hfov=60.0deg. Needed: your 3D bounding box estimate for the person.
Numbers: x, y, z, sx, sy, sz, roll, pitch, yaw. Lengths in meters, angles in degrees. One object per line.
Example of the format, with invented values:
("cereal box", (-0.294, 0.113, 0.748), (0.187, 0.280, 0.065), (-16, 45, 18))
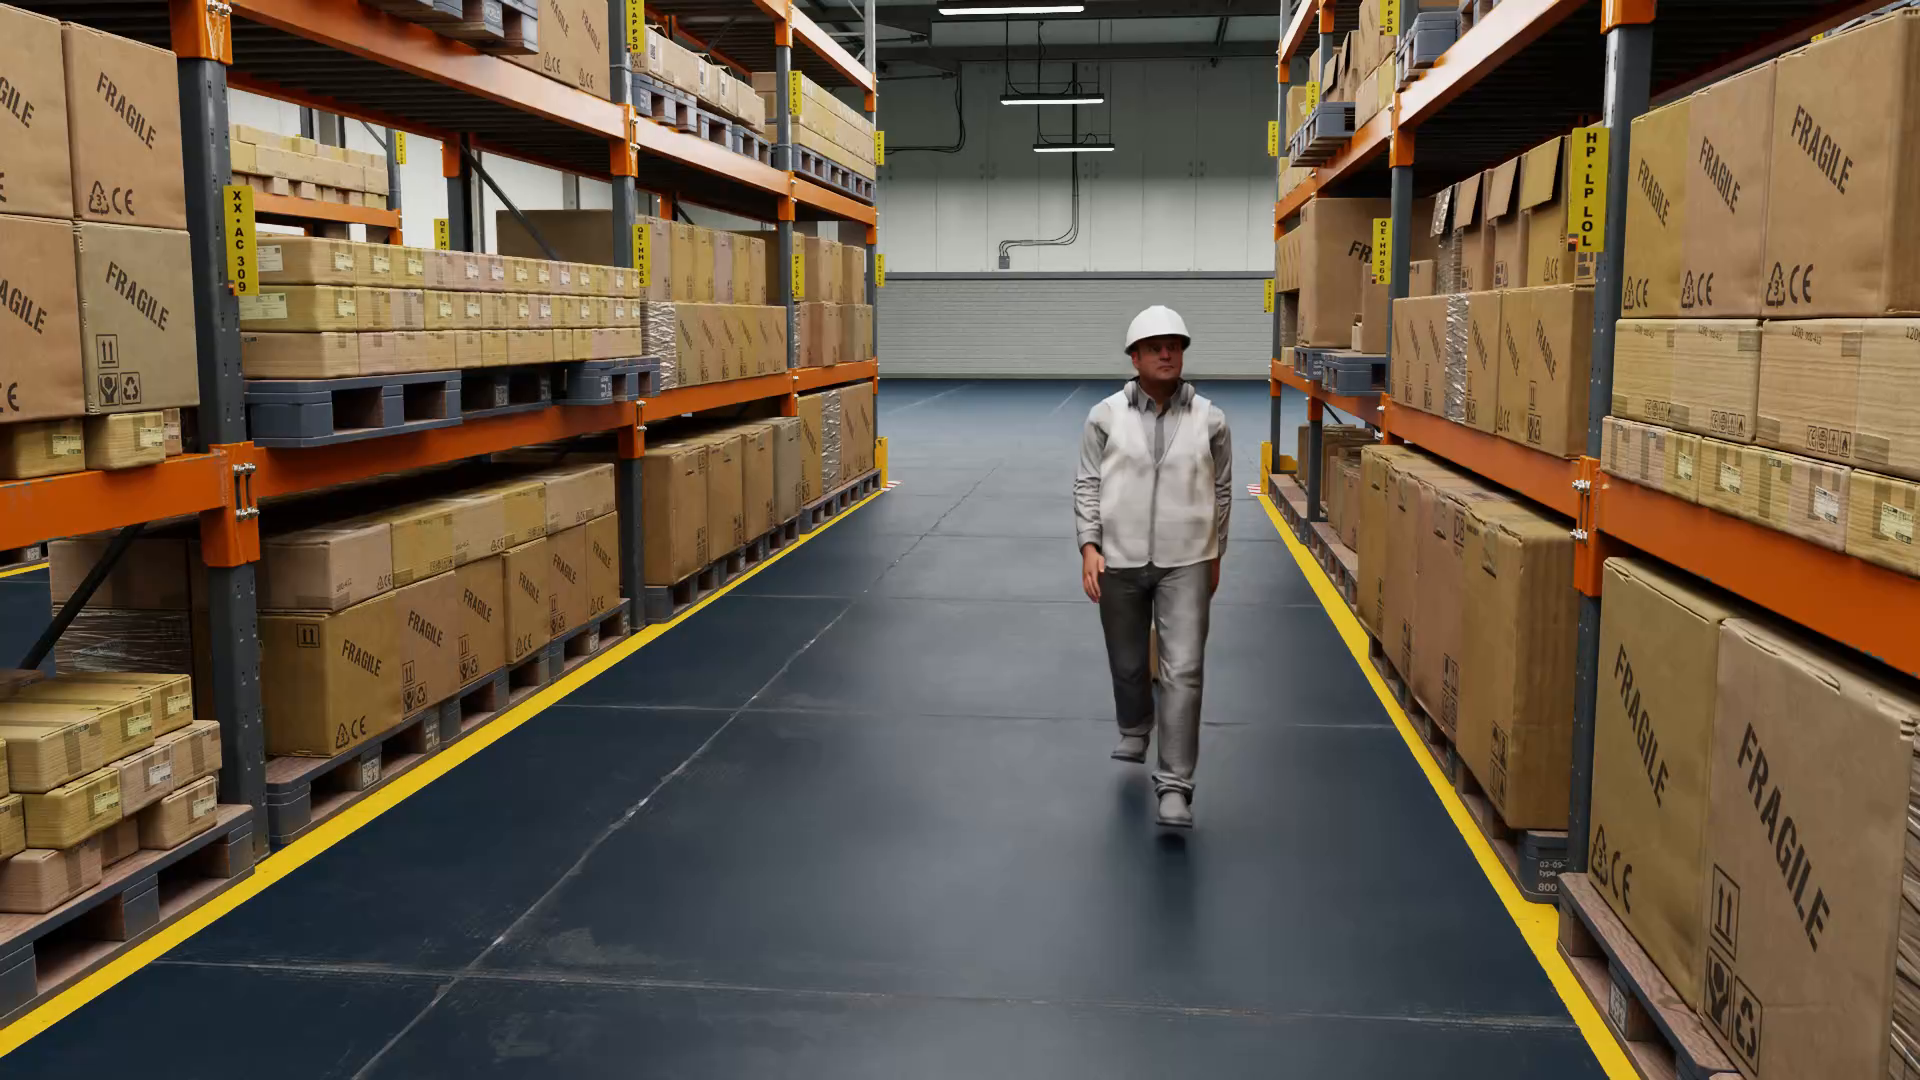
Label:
("person", (0.654, 0.058, 5.765), (0.525, 1.725, 1.051), (1, 8, 9))
